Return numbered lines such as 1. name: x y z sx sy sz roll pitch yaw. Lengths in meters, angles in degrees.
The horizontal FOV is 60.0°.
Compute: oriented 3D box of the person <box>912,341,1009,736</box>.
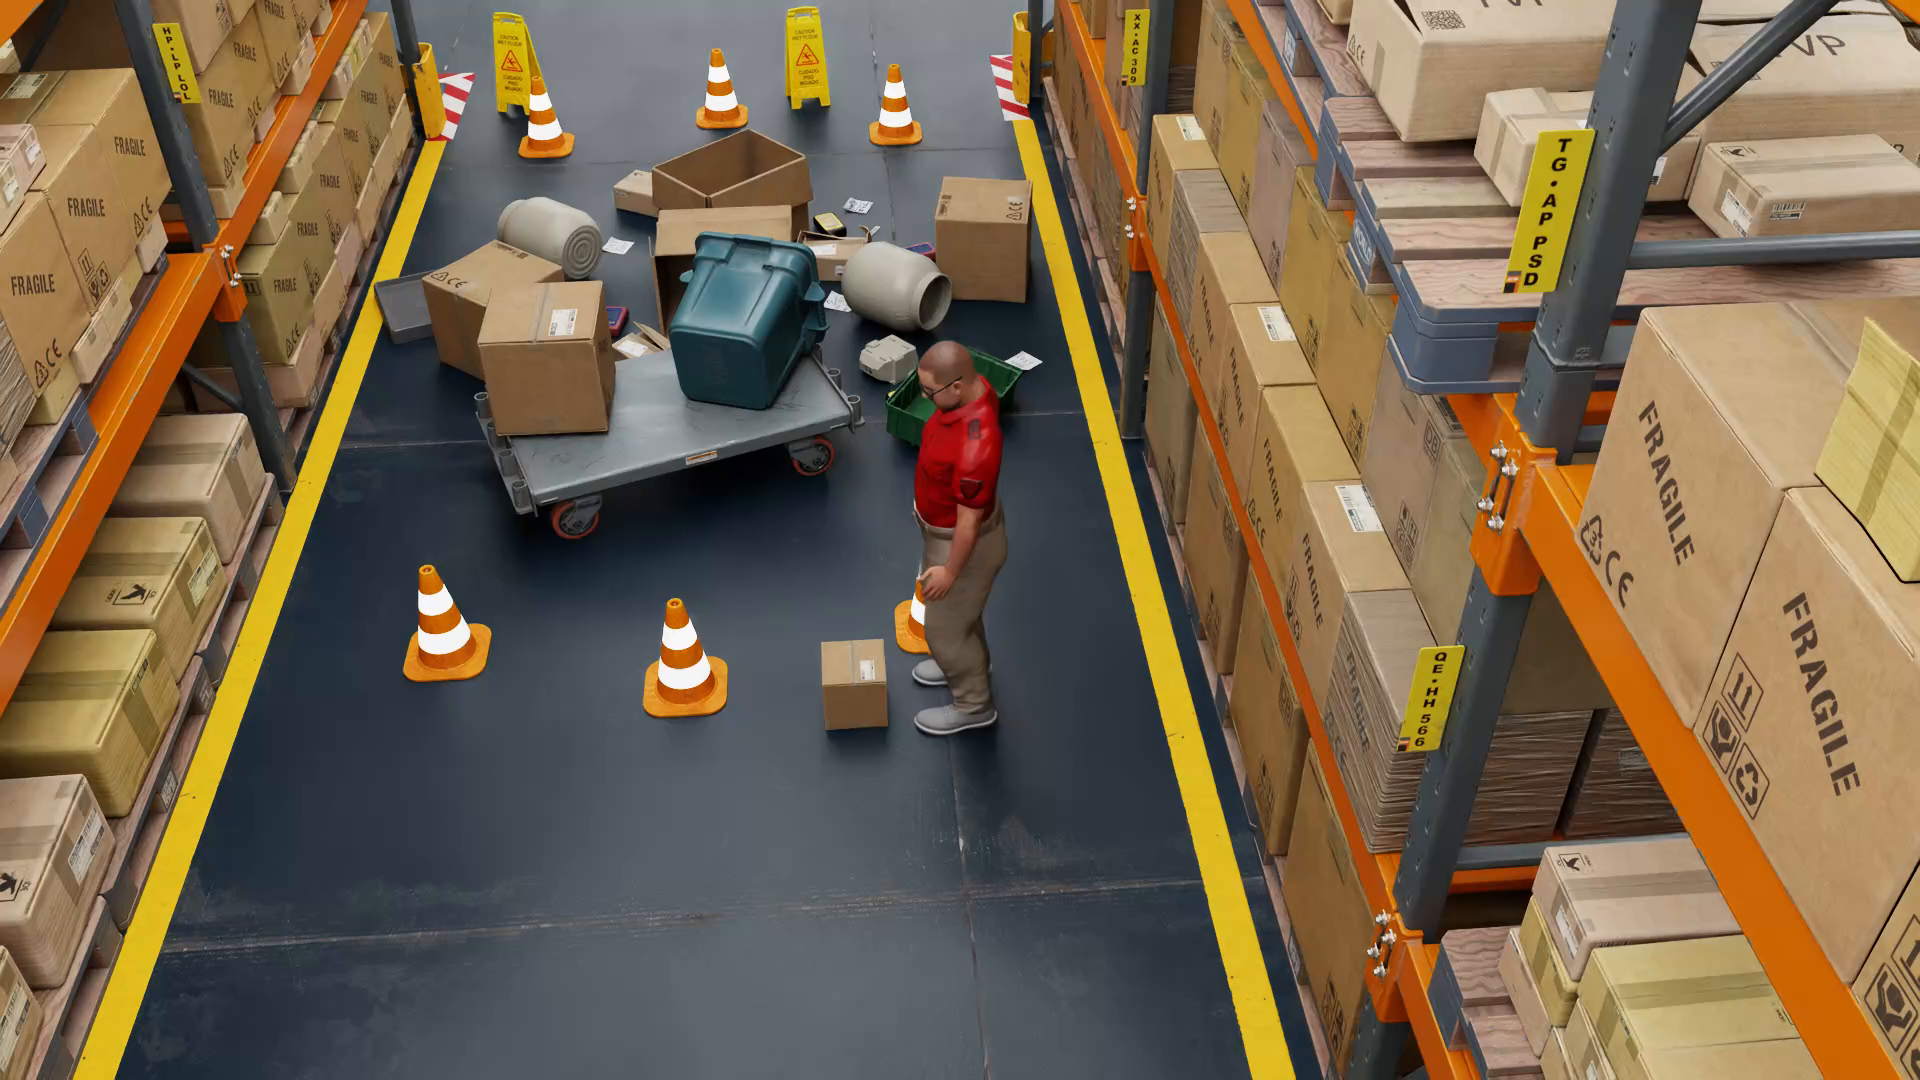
1. person: -0.006 0.002 6.192 0.367 1.703 0.538 -2 39 -3
